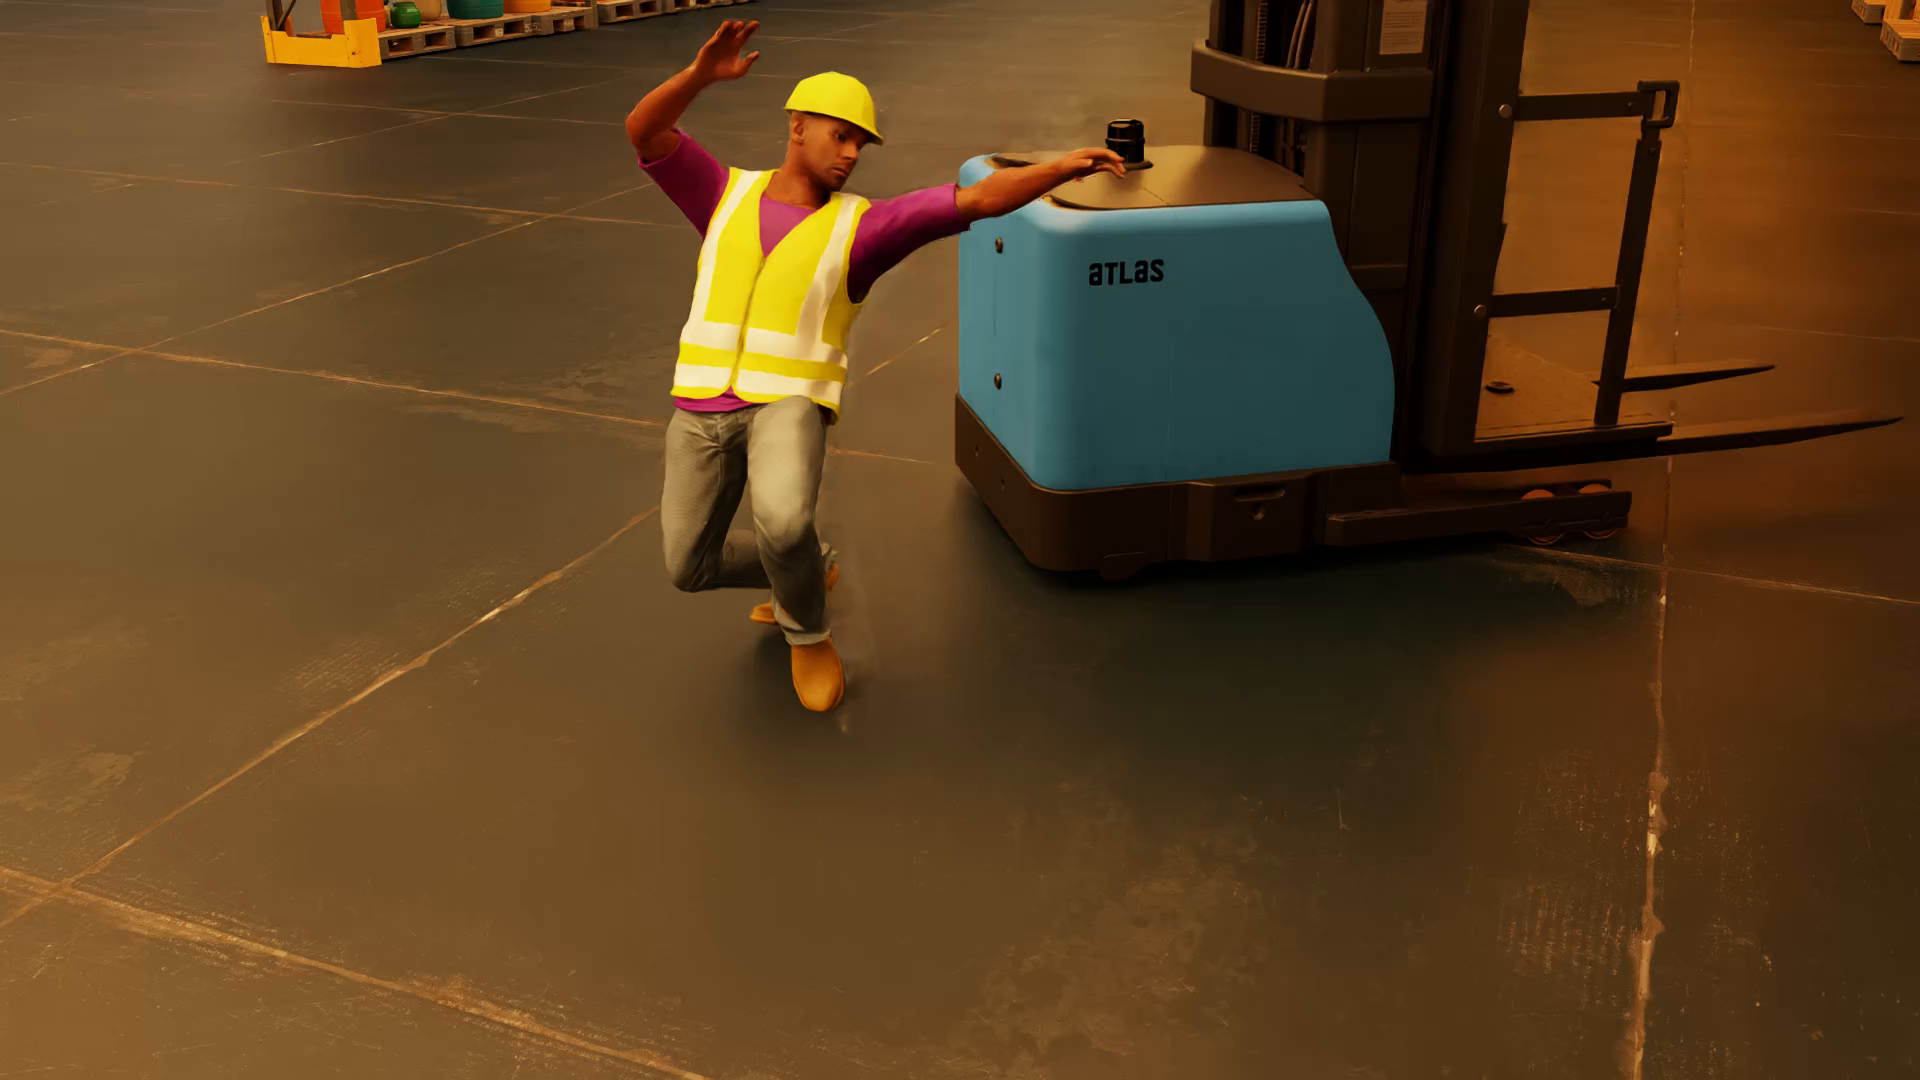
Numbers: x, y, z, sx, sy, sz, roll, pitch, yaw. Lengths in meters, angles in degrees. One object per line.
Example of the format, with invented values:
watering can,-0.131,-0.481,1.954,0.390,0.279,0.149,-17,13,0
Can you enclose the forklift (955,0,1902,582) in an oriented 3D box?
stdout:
forklift,1.558,-1.528,4.948,3.031,2.935,1.130,-6,23,-13

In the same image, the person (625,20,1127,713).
person,-0.239,-0.390,3.975,1.153,1.636,0.843,7,24,17
